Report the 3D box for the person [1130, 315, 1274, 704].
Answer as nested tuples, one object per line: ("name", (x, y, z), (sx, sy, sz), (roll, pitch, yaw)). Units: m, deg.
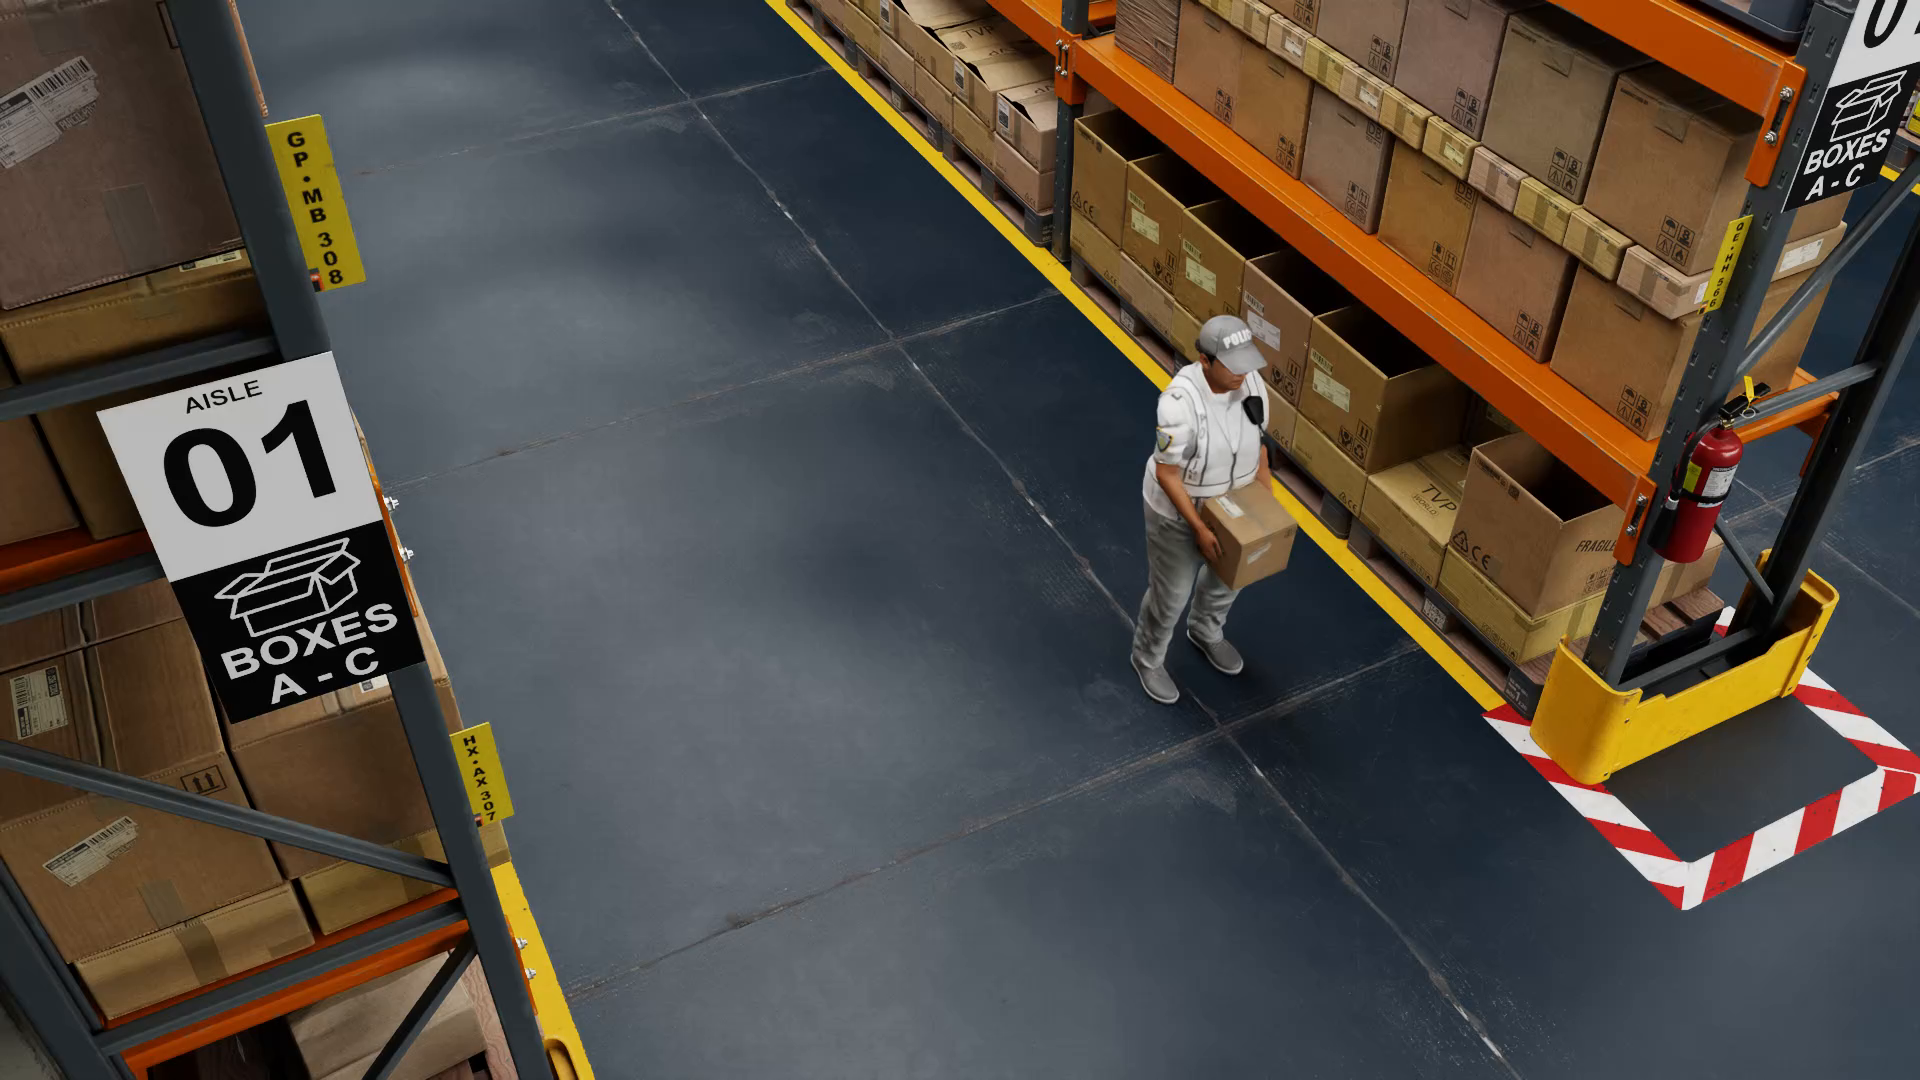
("person", (0.941, -0.110, 6.275), (0.493, 1.671, 0.491), (-21, 45, -22))
